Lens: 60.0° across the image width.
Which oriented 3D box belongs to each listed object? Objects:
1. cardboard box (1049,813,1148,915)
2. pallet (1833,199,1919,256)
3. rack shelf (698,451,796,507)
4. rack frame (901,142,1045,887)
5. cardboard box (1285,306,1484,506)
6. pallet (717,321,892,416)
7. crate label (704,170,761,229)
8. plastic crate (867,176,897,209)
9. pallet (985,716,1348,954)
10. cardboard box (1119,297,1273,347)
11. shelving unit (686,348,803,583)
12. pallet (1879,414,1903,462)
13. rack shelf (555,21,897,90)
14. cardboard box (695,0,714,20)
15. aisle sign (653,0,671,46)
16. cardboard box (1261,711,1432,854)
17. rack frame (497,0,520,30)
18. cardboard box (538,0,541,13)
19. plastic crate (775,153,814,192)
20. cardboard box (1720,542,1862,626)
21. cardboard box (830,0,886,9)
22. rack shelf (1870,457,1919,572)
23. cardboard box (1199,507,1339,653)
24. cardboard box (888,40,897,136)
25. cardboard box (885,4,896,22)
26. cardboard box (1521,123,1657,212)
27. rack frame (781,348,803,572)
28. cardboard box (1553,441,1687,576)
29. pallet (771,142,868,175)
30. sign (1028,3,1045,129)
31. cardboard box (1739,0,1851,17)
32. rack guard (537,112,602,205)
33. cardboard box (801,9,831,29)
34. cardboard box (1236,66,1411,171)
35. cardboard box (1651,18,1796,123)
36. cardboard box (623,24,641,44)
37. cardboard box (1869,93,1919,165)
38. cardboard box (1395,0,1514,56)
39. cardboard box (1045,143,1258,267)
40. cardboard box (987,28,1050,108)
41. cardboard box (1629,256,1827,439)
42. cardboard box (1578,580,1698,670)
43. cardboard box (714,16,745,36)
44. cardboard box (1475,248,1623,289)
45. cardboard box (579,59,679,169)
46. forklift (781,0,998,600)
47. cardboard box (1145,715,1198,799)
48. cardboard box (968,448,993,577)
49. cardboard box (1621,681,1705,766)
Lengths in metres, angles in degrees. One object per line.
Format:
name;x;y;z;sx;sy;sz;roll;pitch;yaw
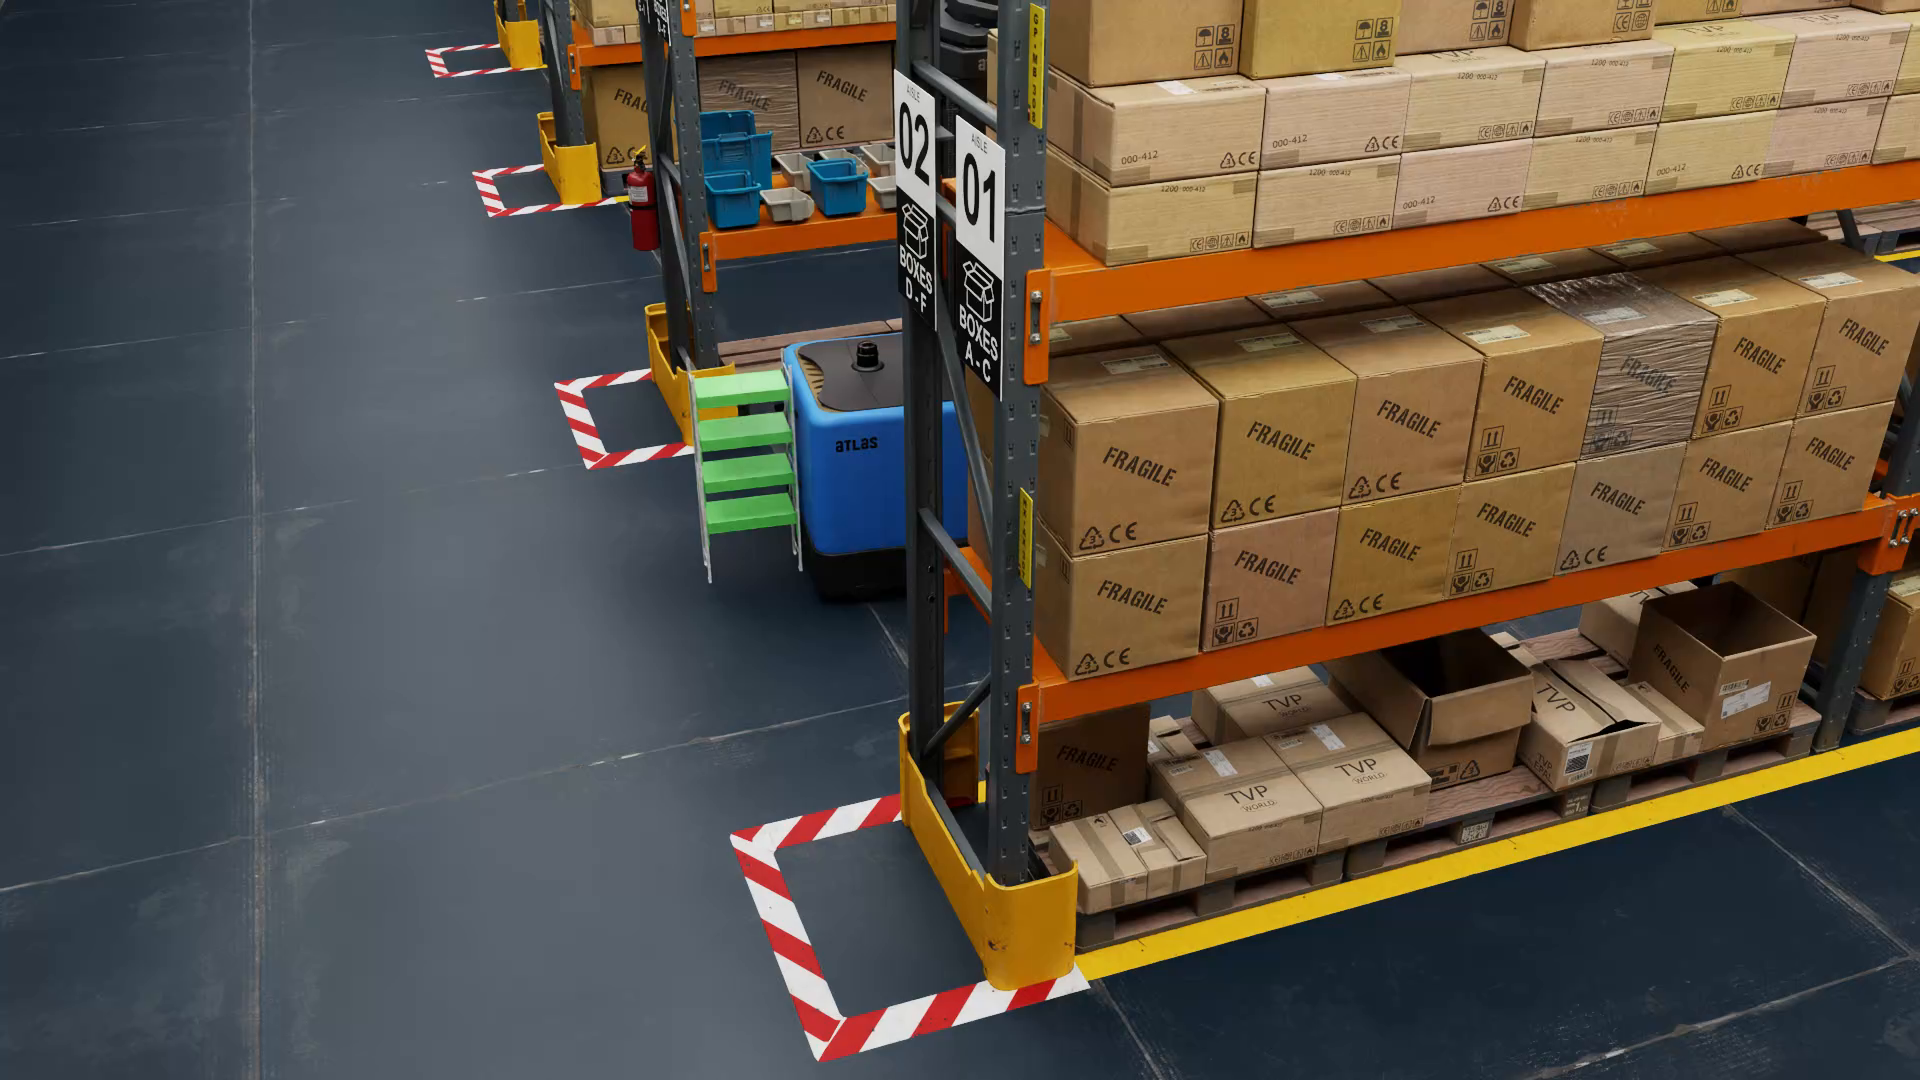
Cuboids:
cardboard box;0.532;1.253;6.456;0.250;0.149;0.380;-10;31;-18
pallet;7.675;-2.674;13.730;1.213;0.211;1.003;-10;31;-18
rack shelf;-1.120;-0.324;8.735;0.480;0.148;0.258;-7;30;-13
rack frame;0.020;0.119;6.012;0.127;3.000;1.000;-10;31;-18
cardboard box;1.486;-0.491;5.971;0.500;0.500;0.500;-10;31;-17
pallet;-0.917;-1.093;10.955;1.213;0.211;1.003;-10;31;-18
crate label;-1.357;-2.023;9.880;0.303;0.233;0.416;-10;31;-18
plastic crate;-0.392;-2.116;10.139;0.298;0.136;0.250;-10;31;-18
pallet;0.838;1.179;6.967;1.213;0.211;1.003;-10;31;-18
cardboard box;0.815;-0.651;6.252;0.500;0.500;0.500;-10;31;-16
shelving unit;-1.120;-0.379;8.703;0.503;1.200;0.258;-7;30;-13
pallet;4.556;-0.576;7.424;1.213;0.211;1.003;-10;31;-18
rack shelf;-1.556;-4.511;14.864;4.000;0.370;1.077;-10;31;-18
cardboard box;-2.402;-4.593;14.132;0.500;0.250;0.500;-11;31;-18
aisle sign;-1.668;-3.160;9.139;0.004;0.787;0.394;-10;31;-18
cardboard box;1.566;0.987;6.820;0.500;0.250;0.500;-10;31;-18
rack frame;-5.066;-6.797;18.150;0.127;3.000;1.000;-10;31;-18
cardboard box;-4.670;-6.093;19.070;0.250;0.149;0.380;-11;32;-19
plastic crate;-1.002;-2.316;10.492;0.243;0.136;0.396;-10;31;-18
cardboard box;4.132;0.105;8.116;0.500;0.500;0.500;-11;31;-18
cardboard box;-0.967;-4.856;14.594;0.500;0.250;0.500;-10;31;-17
rack shelf;5.643;-0.605;8.008;4.000;0.370;1.077;-10;31;-18
cardboard box;1.010;0.029;6.067;0.500;0.500;0.500;-11;31;-18
cardboard box;-0.328;-4.351;15.579;0.875;0.875;0.875;-10;31;-18
cardboard box;-0.576;-4.722;14.761;0.250;0.149;0.380;-10;31;-17
cardboard box;1.998;-1.347;5.705;0.500;0.250;0.500;-10;31;-18
rack frame;-0.884;-0.409;8.756;0.015;1.200;0.240;-7;30;-13
cardboard box;2.427;-0.231;6.524;0.500;0.500;0.500;-10;31;-17
pallet;-1.567;-3.650;15.443;1.213;0.211;1.003;-10;31;-18
sign;0.209;-1.313;4.611;0.005;0.325;0.100;-10;31;-18
cardboard box;2.809;-2.231;5.994;0.500;0.500;0.700;-10;31;-18
rack guard;-3.453;-3.388;14.692;0.348;0.500;1.175;-10;31;-18
cardboard box;-1.297;-4.589;14.529;0.250;0.149;0.380;-10;31;-17
cardboard box;1.063;-1.388;5.272;0.500;0.250;0.500;-10;31;-18
cardboard box;2.469;-1.647;5.728;0.500;0.250;0.500;-10;31;-18
cardboard box;-2.743;-4.322;14.060;0.250;0.149;0.380;-11;31;-18
cardboard box;3.406;-1.603;6.154;0.500;0.250;0.500;-10;31;-18
cardboard box;1.425;-1.942;5.487;0.500;0.500;0.700;-10;31;-18
cardboard box;0.590;-1.090;5.255;0.500;0.250;0.500;-10;31;-18
cardboard box;0.413;-1.544;5.546;0.500;0.250;0.500;-10;31;-18
cardboard box;2.906;-0.753;6.430;0.500;0.500;0.500;-11;31;-19
cardboard box;3.300;0.377;7.829;0.500;0.311;0.500;-10;31;-18
cardboard box;-2.021;-4.455;14.294;0.250;0.149;0.380;-11;31;-19
cardboard box;2.264;-0.921;6.726;0.500;0.500;0.500;-11;32;-19
cardboard box;-2.859;-3.885;14.761;0.875;0.875;0.875;-10;31;-18
forklift;0.604;-1.351;8.660;3.031;2.935;1.130;-7;30;-13
cardboard box;0.855;0.922;7.019;0.250;0.166;0.380;-10;31;-18
cardboard box;0.345;-0.128;6.344;0.500;0.500;0.500;-9;31;-16
cardboard box;3.003;0.798;7.254;0.250;0.149;0.380;-10;31;-18
